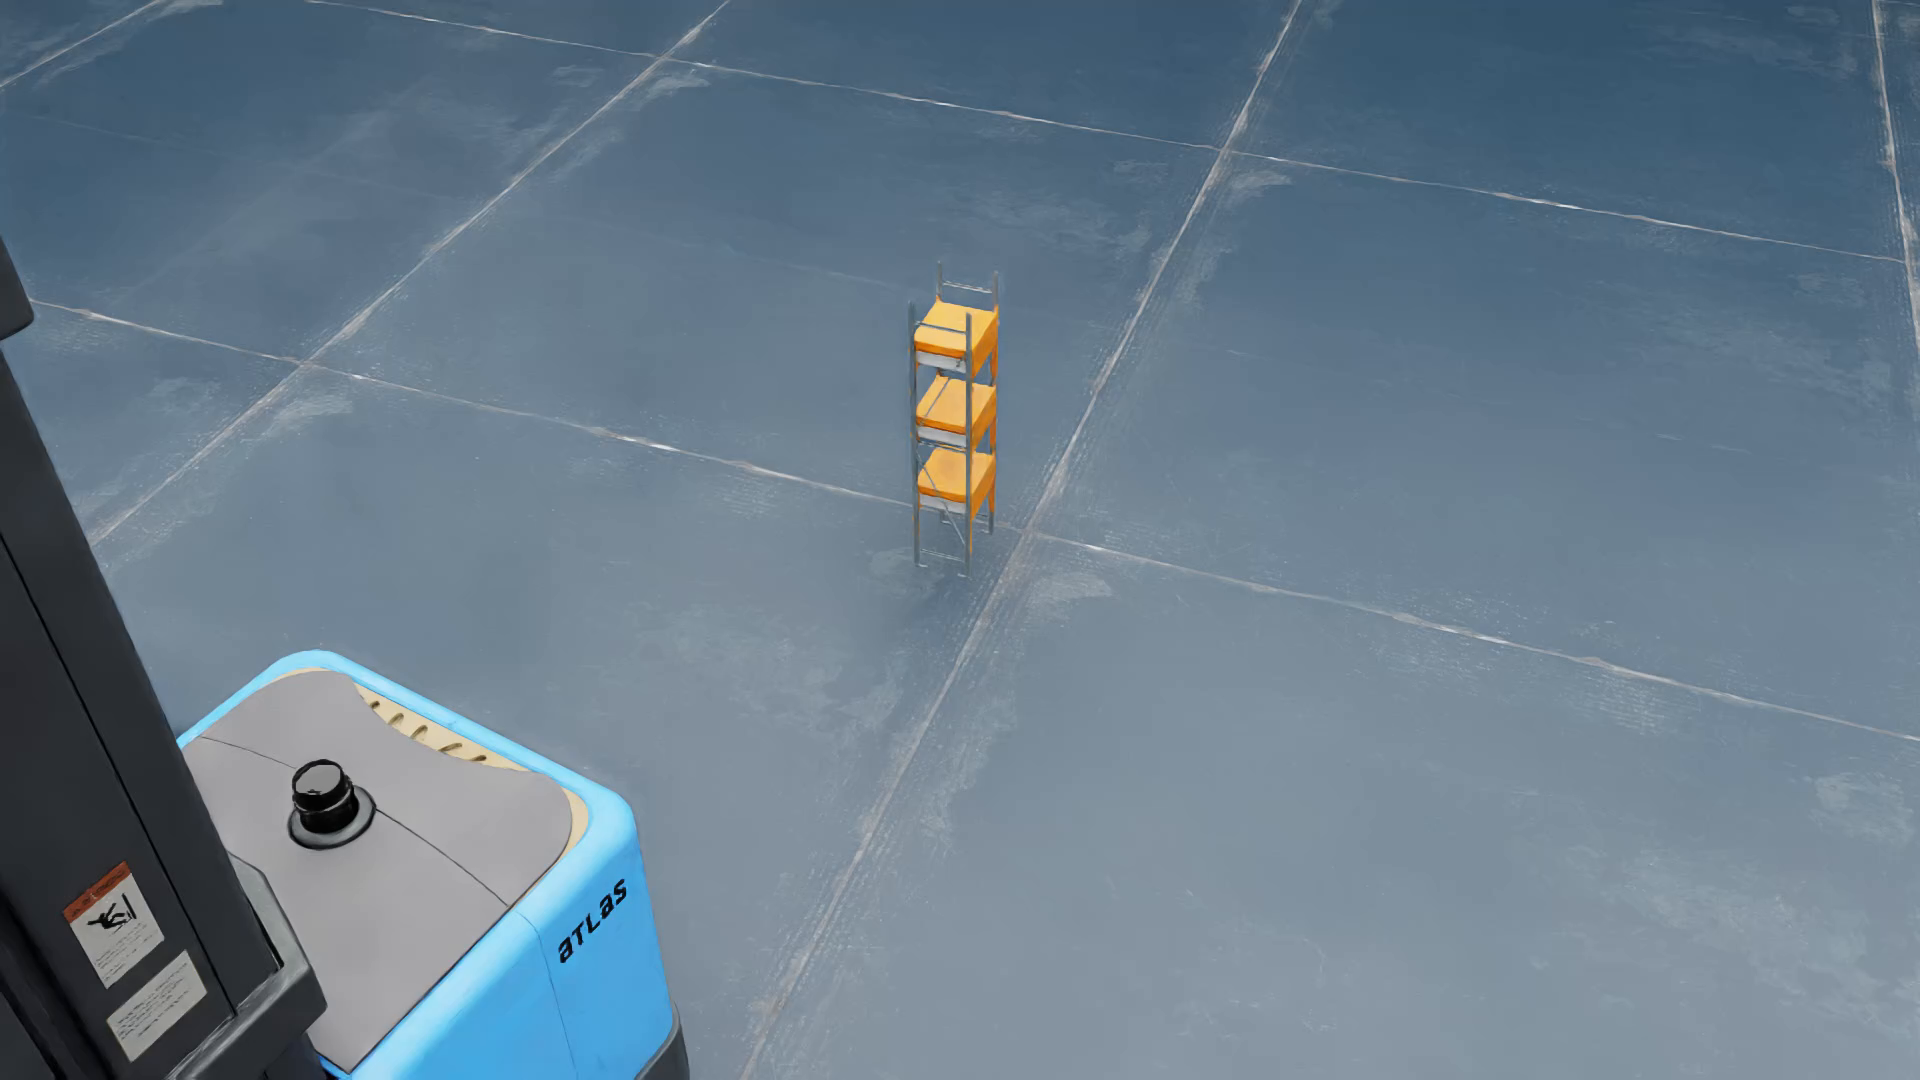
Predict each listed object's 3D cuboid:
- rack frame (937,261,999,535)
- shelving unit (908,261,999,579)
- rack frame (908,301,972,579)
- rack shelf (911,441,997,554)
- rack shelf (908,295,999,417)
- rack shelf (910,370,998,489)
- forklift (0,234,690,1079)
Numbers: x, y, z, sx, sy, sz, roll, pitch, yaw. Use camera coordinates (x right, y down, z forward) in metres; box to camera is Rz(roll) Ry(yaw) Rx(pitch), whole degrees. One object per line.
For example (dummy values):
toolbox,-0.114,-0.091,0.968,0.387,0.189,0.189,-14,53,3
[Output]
rack frame,0.023,-0.441,5.458,0.200,1.050,0.008,13,42,15
shelving unit,-0.018,-0.367,5.371,0.215,1.050,0.252,13,42,15
rack frame,-0.060,-0.292,5.284,0.200,1.050,0.008,13,42,15
rack shelf,-0.018,-0.147,5.558,0.215,0.259,0.240,13,42,15
rack shelf,-0.018,-0.575,5.194,0.215,0.259,0.240,13,42,15
rack shelf,-0.018,-0.359,5.378,0.215,0.259,0.240,13,42,15
forklift,-1.847,0.914,2.421,1.130,2.935,3.031,21,45,23
